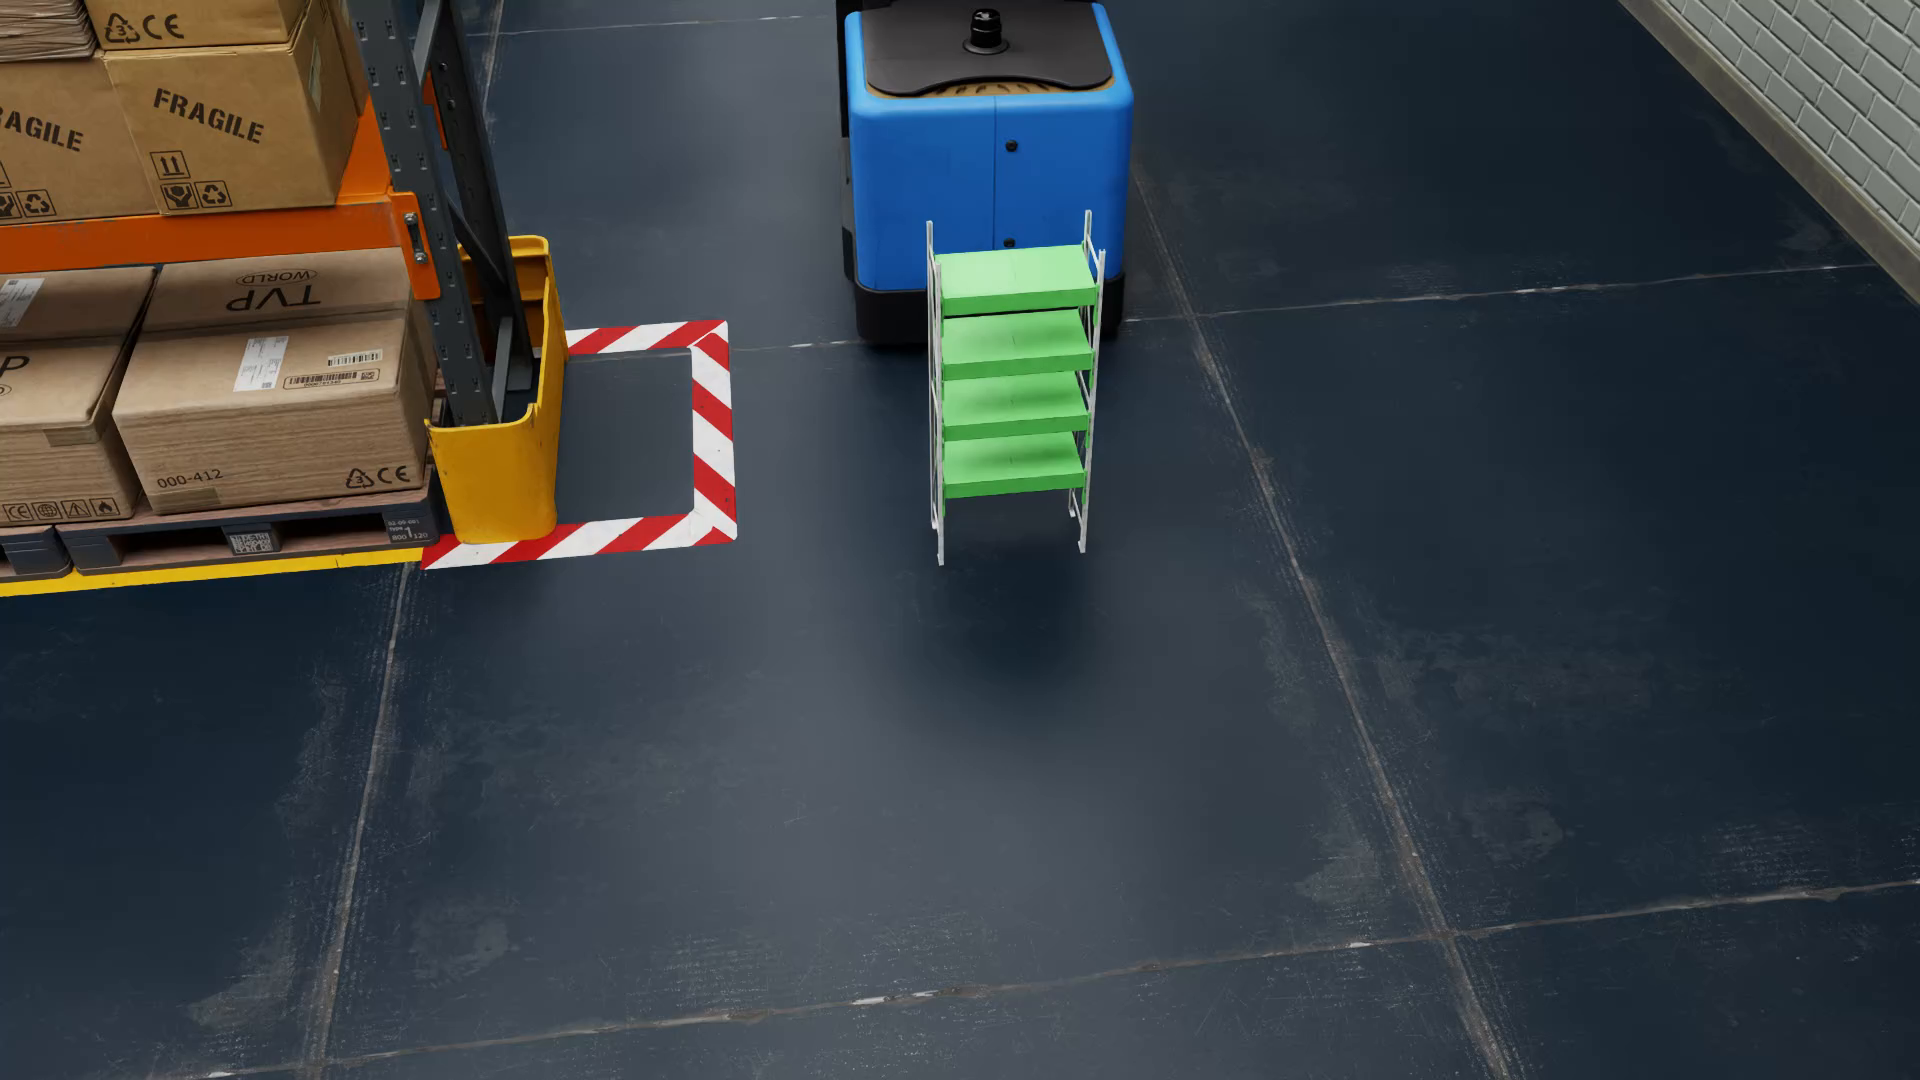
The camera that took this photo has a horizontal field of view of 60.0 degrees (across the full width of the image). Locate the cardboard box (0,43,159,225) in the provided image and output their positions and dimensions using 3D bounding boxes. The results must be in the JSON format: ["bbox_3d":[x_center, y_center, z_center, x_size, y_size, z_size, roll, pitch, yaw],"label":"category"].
[{"bbox_3d":[-2.616,-1.279,4.854,0.500,0.500,0.500,-6,42,-6],"label":"cardboard box"}]

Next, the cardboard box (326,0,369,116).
[{"bbox_3d":[-2.186,-1.679,5.297,0.500,0.500,0.500,-5,42,-6],"label":"cardboard box"}]

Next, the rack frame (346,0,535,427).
[{"bbox_3d":[-1.672,-1.493,5.166,0.127,3.000,1.000,-5,42,-6],"label":"rack frame"}]

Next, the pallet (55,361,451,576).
[{"bbox_3d":[-2.455,-0.336,5.965,1.213,0.211,1.003,-5,42,-6],"label":"pallet"}]

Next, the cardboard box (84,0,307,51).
[{"bbox_3d":[-2.120,-1.701,4.575,0.500,0.500,0.500,-4,42,-4],"label":"cardboard box"}]

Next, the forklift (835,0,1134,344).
[{"bbox_3d":[0.005,-2.832,6.701,1.130,2.935,3.031,-3,42,-3],"label":"forklift"}]

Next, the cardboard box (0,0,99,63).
[{"bbox_3d":[-2.634,-1.636,4.504,0.500,0.500,0.500,-5,42,-5],"label":"cardboard box"}]

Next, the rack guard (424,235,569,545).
[{"bbox_3d":[-1.649,-0.567,6.005,0.348,0.500,1.175,-5,42,-6],"label":"rack guard"}]

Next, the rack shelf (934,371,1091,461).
[{"bbox_3d":[0.164,-0.412,5.407,0.480,0.148,0.258,-5,42,-6],"label":"rack shelf"}]

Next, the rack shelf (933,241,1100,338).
[{"bbox_3d":[0.164,-0.769,5.085,0.480,0.148,0.258,-5,42,-6],"label":"rack shelf"}]

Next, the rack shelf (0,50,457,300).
[{"bbox_3d":[-3.656,-1.052,5.214,4.000,0.370,1.077,-5,42,-6],"label":"rack shelf"}]

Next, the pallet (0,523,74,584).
[{"bbox_3d":[-3.662,-0.232,5.850,1.213,0.211,1.003,-5,42,-6],"label":"pallet"}]

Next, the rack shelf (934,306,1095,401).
[{"bbox_3d":[0.164,-0.591,5.246,0.480,0.148,0.258,-5,42,-6],"label":"rack shelf"}]

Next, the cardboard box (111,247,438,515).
[{"bbox_3d":[-2.314,-0.574,5.746,0.875,0.438,0.875,-6,42,-7],"label":"cardboard box"}]

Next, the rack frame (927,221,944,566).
[{"bbox_3d":[-0.078,-0.439,5.341,0.015,1.200,0.240,-5,42,-6],"label":"rack frame"}]

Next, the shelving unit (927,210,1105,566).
[{"bbox_3d":[0.164,-0.460,5.364,0.503,1.200,0.258,-5,42,-6],"label":"shelving unit"}]

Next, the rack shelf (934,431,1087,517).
[{"bbox_3d":[0.164,-0.234,5.568,0.480,0.148,0.258,-5,42,-6],"label":"rack shelf"}]

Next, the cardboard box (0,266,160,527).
[{"bbox_3d":[-3.220,-0.489,5.652,0.875,0.438,0.875,-4,42,-4],"label":"cardboard box"}]

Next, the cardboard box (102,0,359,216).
[{"bbox_3d":[-2.116,-1.312,4.891,0.500,0.500,0.500,-5,42,-5],"label":"cardboard box"}]

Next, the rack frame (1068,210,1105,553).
[{"bbox_3d":[0.406,-0.481,5.388,0.015,1.200,0.240,-5,42,-6],"label":"rack frame"}]
